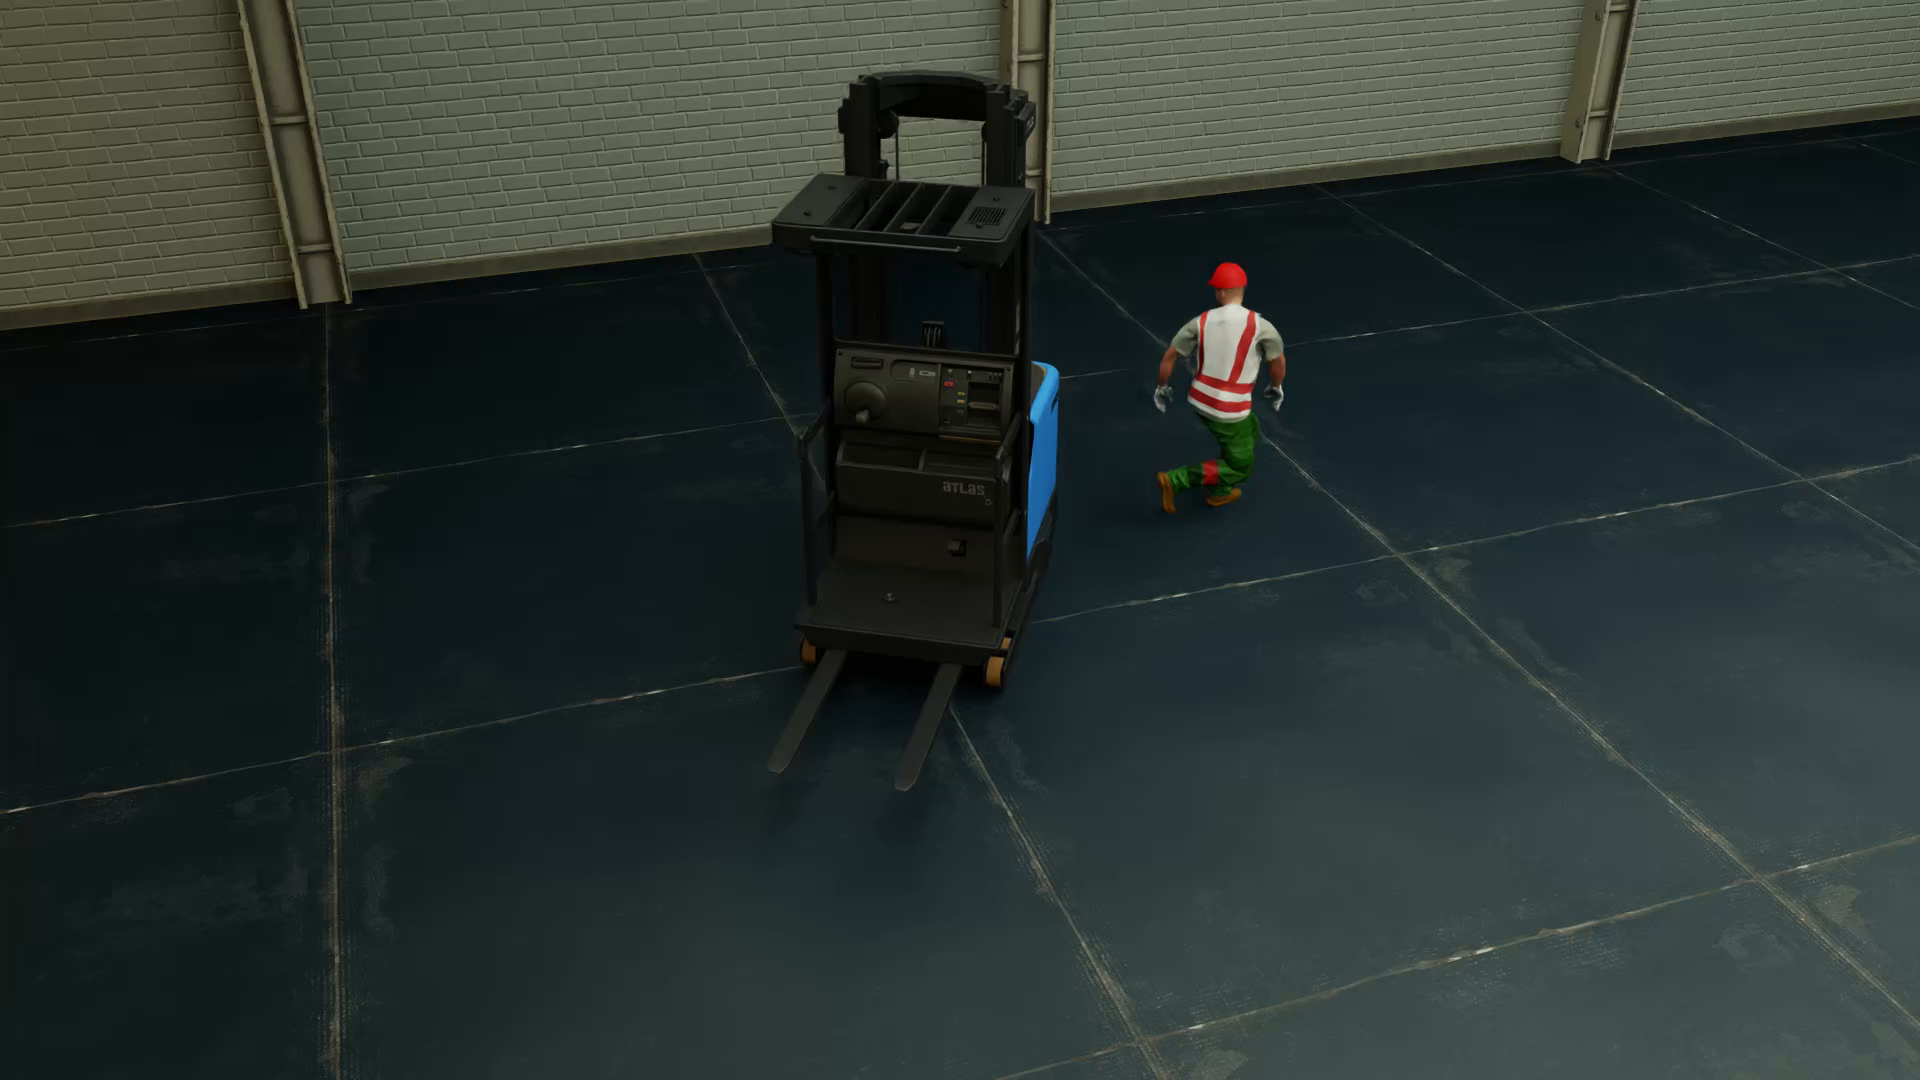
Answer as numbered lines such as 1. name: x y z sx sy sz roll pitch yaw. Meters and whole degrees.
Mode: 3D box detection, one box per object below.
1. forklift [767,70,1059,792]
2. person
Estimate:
1. forklift: -0.234 -0.704 8.310 1.130 2.935 3.031 6 31 11
2. person: 1.531 -0.893 10.063 0.843 1.553 0.662 -20 35 -30
